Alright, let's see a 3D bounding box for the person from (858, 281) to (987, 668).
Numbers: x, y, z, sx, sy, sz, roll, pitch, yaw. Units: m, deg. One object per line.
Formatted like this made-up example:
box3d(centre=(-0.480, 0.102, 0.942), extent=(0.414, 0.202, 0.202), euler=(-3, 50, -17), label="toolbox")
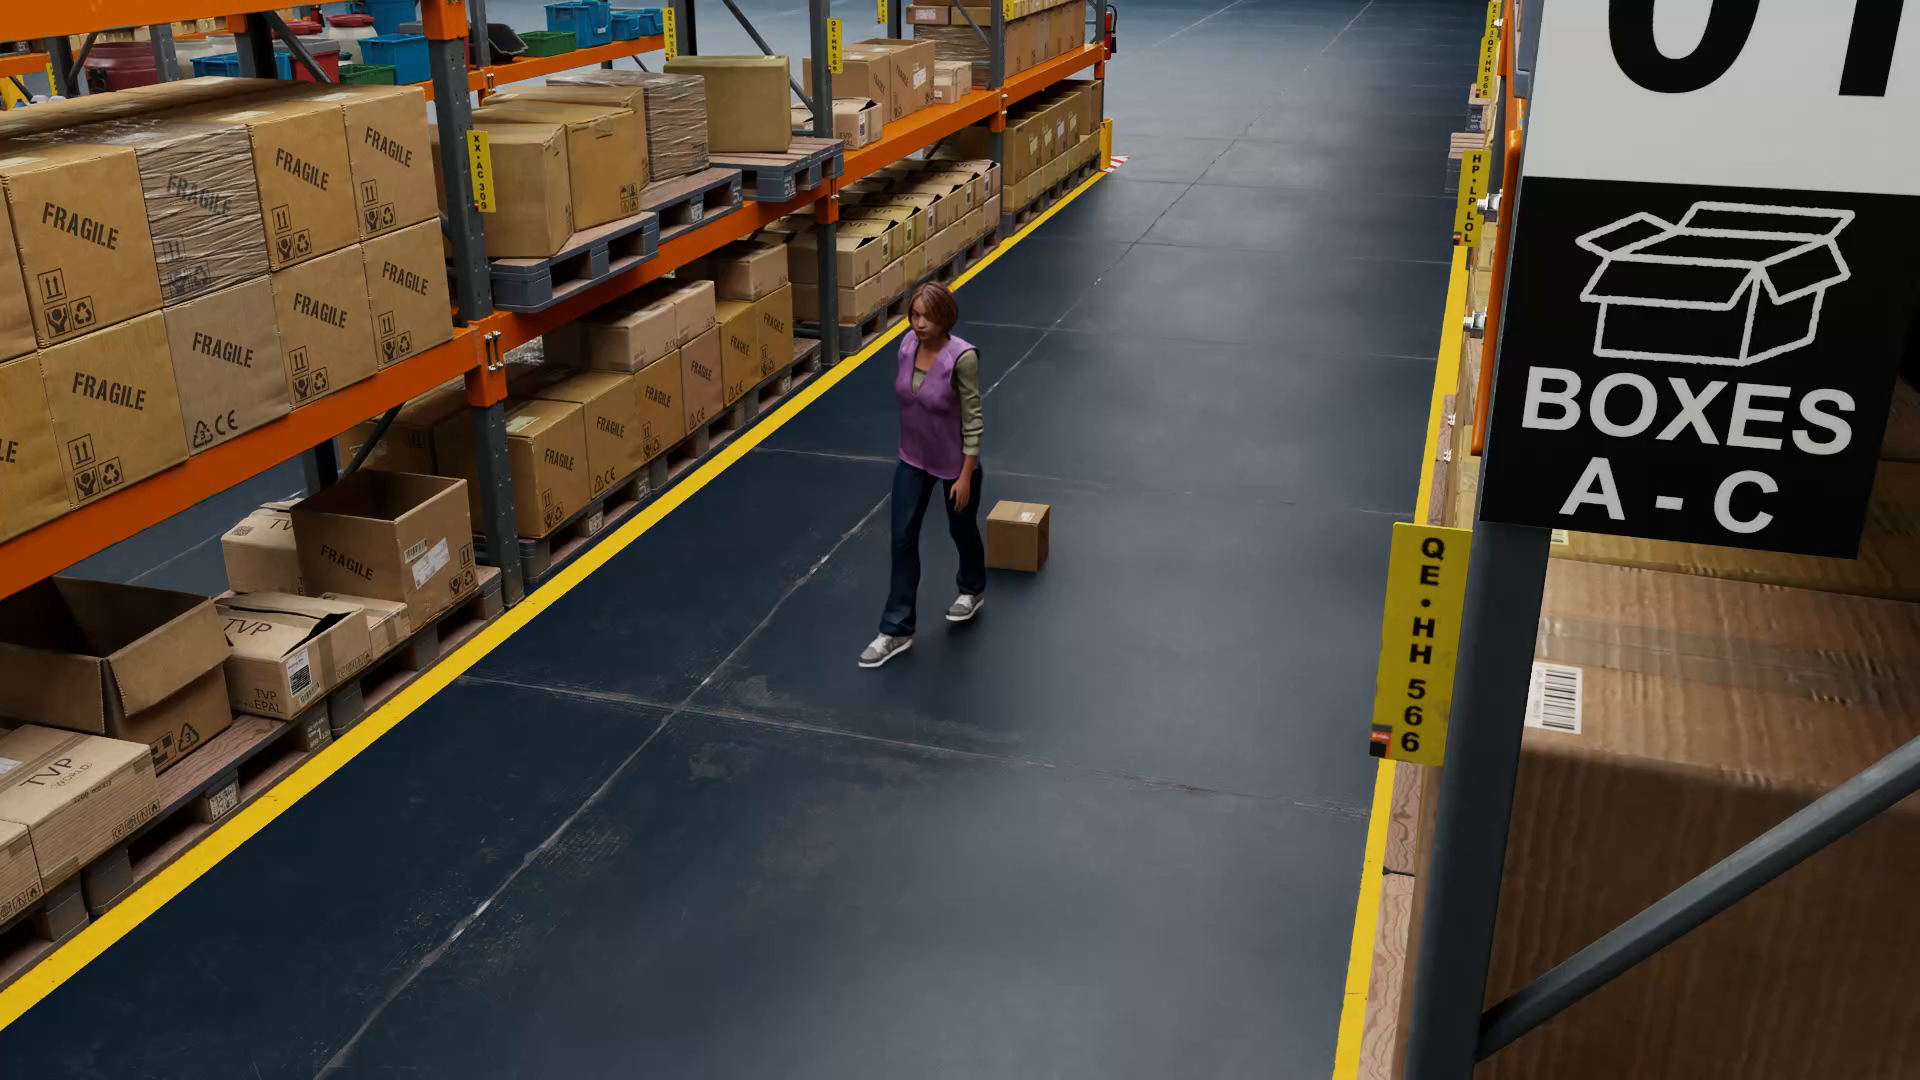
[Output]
box3d(centre=(-0.088, -0.300, 6.836), extent=(0.444, 1.577, 0.786), euler=(11, 25, 25), label="person")
